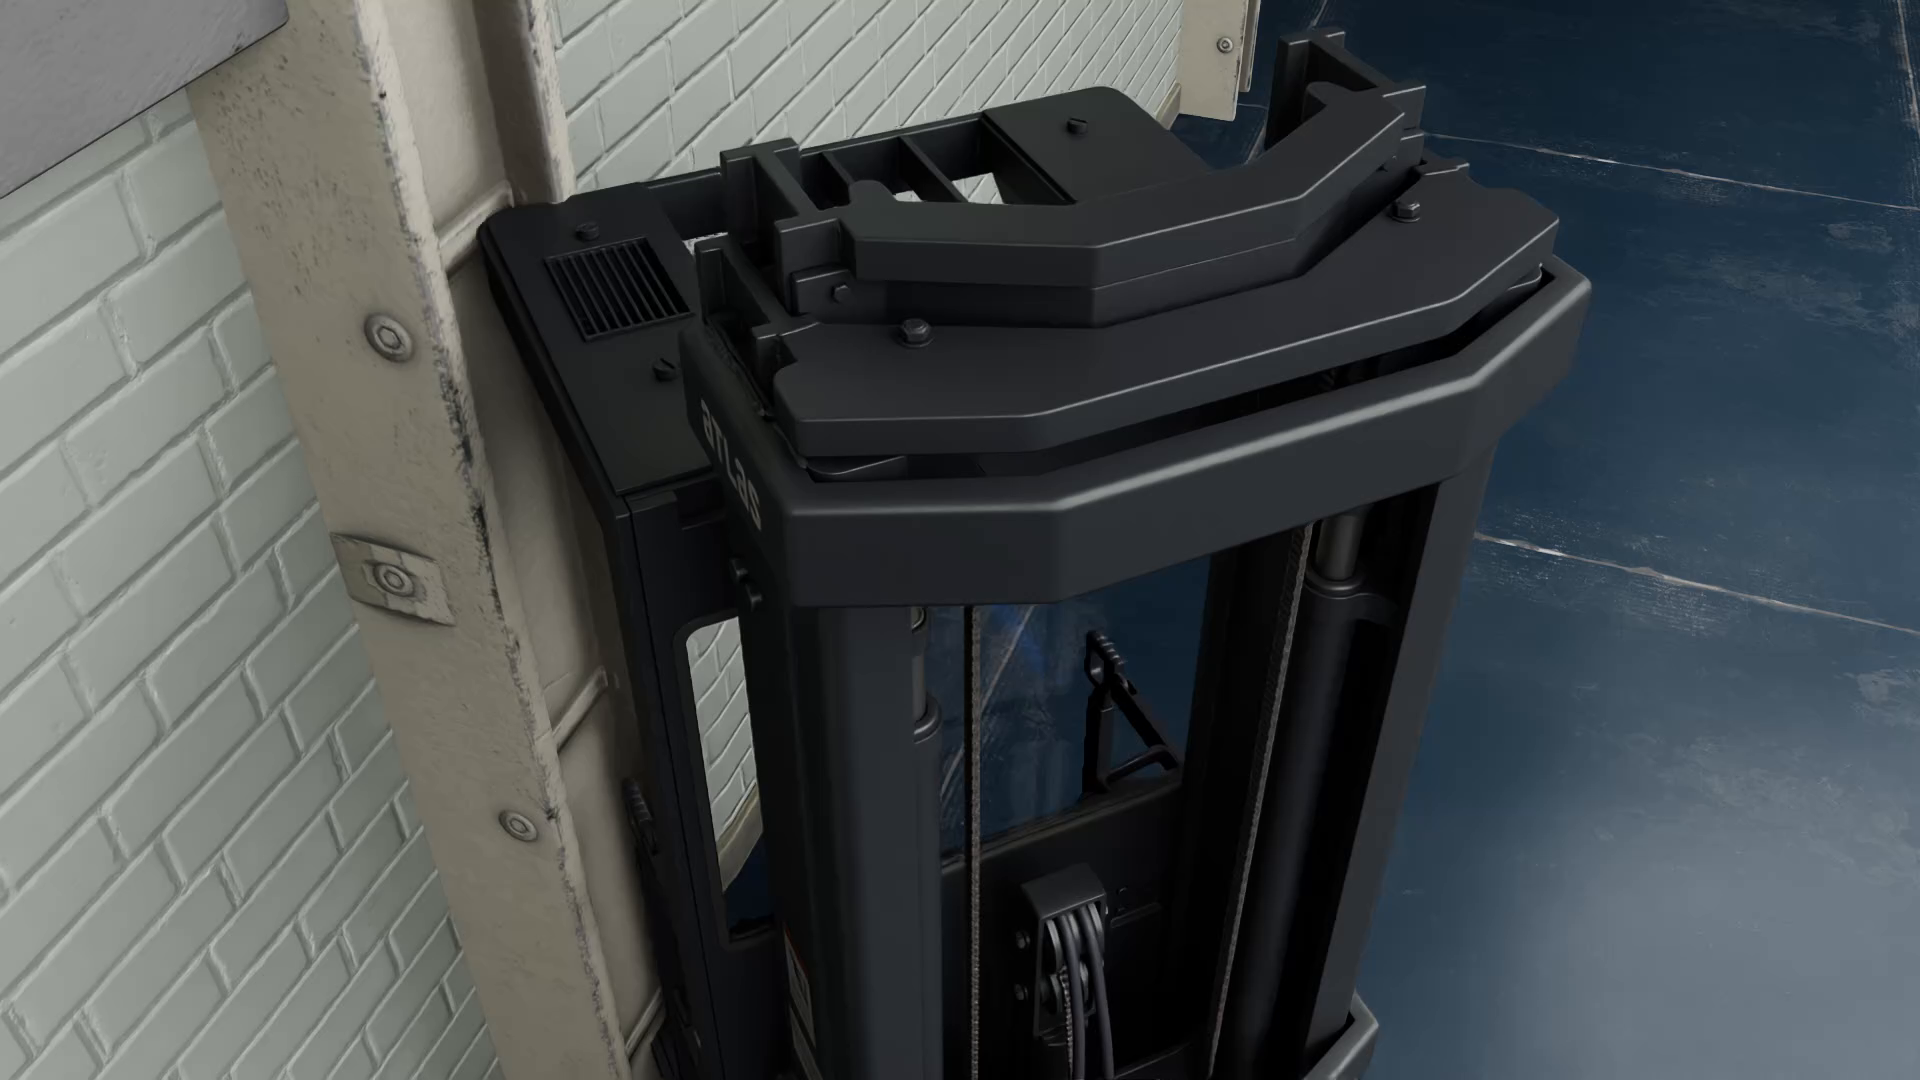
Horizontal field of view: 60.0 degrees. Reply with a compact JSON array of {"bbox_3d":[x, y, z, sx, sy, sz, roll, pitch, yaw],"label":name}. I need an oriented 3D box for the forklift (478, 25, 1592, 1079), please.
[{"bbox_3d":[-0.043,0.423,2.996,1.130,2.935,3.031,-17,43,-18],"label":"forklift"}]

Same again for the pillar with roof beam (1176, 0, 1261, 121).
[{"bbox_3d":[5.306,-4.677,4.299,9.100,9.000,0.400,13,42,15],"label":"pillar with roof beam"}]
